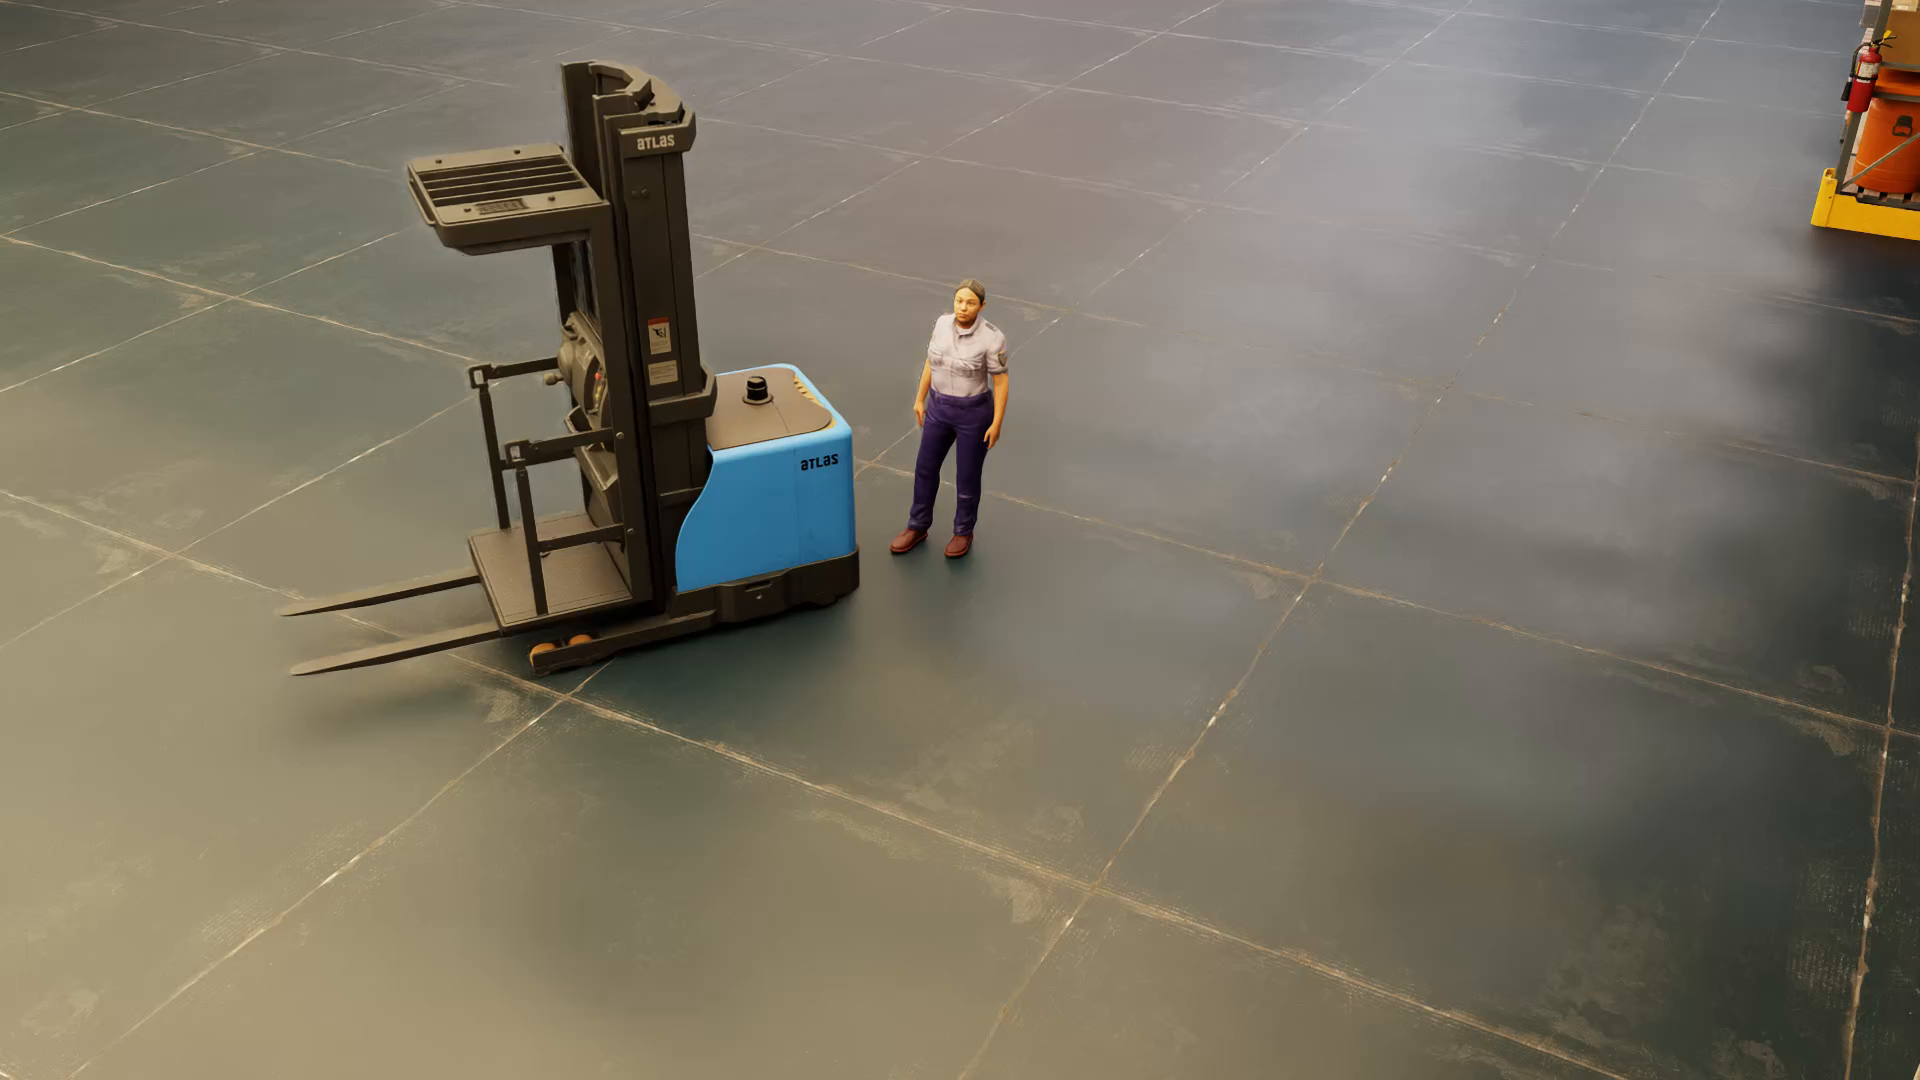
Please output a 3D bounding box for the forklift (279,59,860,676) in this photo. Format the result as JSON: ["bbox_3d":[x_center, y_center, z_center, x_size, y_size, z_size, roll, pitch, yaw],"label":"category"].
[{"bbox_3d":[-2.129,-0.859,8.559,3.031,2.935,1.130,-13,32,-21],"label":"forklift"}]

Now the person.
[{"bbox_3d":[-0.057,-0.680,9.523,0.611,1.651,0.501,16,33,25],"label":"person"}]
